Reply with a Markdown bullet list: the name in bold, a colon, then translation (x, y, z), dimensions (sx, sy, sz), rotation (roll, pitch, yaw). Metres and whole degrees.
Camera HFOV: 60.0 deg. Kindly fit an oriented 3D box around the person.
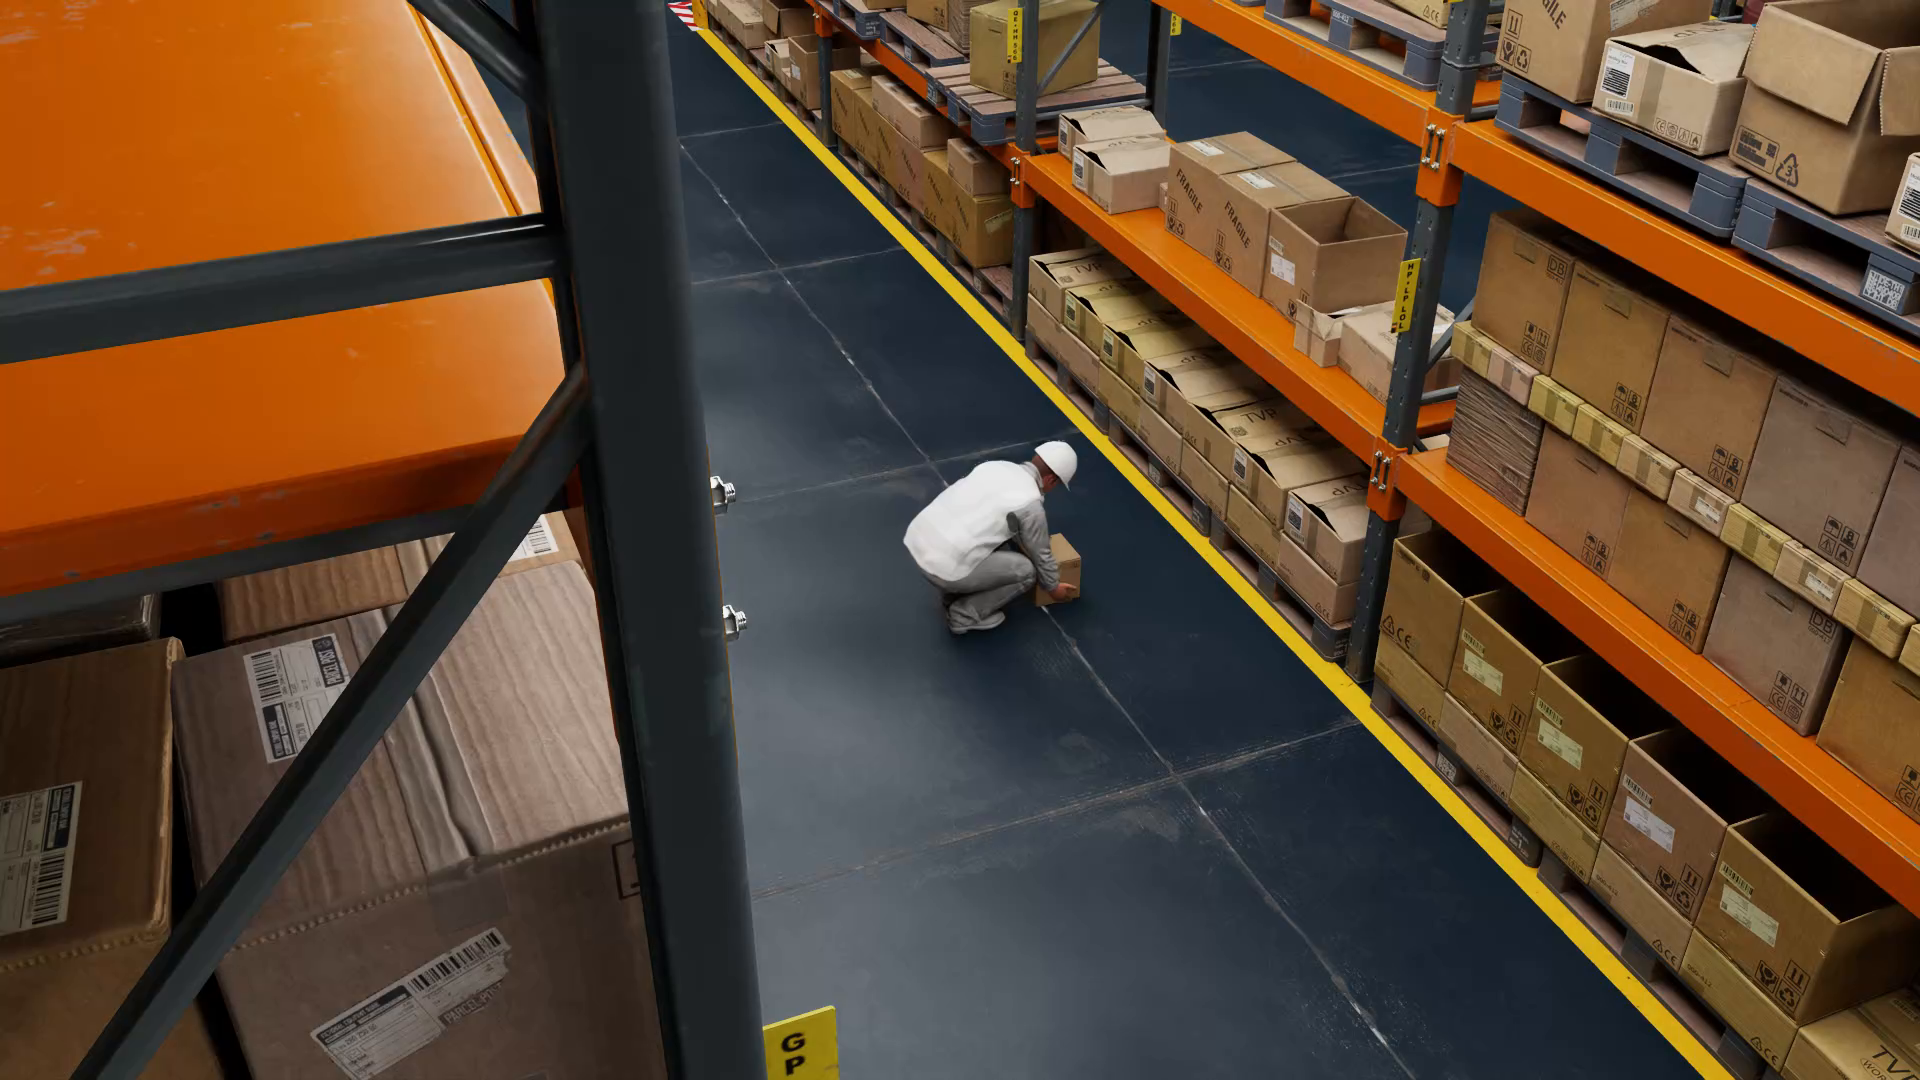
- **person**: translation (0.184, -0.004, 8.406), dimensions (0.932, 0.869, 0.527), rotation (-13, 35, -19)
